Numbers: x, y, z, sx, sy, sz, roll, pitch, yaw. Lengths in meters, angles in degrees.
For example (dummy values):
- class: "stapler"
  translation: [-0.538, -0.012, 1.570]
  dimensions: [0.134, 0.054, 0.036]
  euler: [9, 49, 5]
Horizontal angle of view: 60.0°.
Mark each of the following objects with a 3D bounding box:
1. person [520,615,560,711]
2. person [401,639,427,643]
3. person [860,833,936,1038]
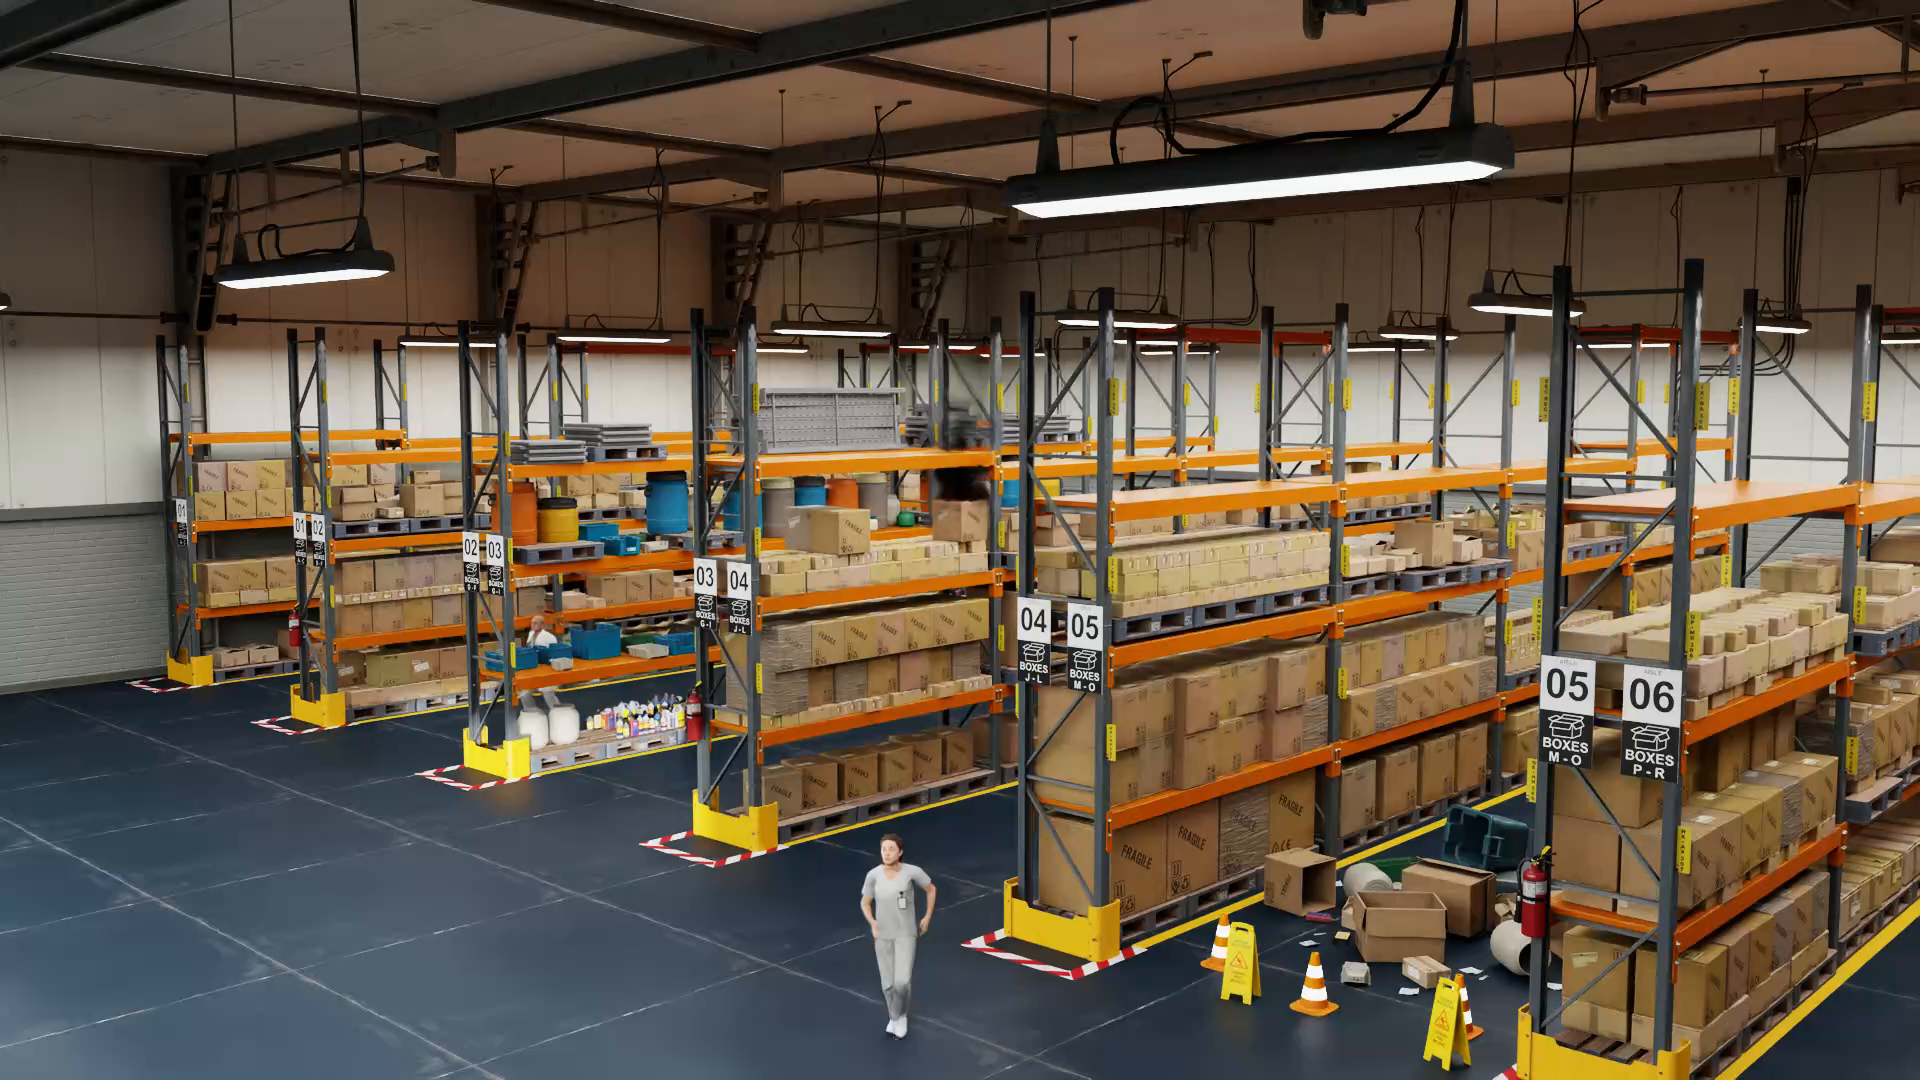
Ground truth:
- class: "person"
  translation: [-6.165, 1.998, 24.526]
  dimensions: [0.613, 1.814, 0.909]
  euler: [2, 6, 23]
- class: "person"
  translation: [-9.336, 1.670, 28.480]
  dimensions: [0.581, 1.674, 0.670]
  euler: [5, 7, 40]
- class: "person"
  translation: [-0.503, 3.120, 13.082]
  dimensions: [0.578, 1.623, 0.610]
  euler: [1, 5, 9]
